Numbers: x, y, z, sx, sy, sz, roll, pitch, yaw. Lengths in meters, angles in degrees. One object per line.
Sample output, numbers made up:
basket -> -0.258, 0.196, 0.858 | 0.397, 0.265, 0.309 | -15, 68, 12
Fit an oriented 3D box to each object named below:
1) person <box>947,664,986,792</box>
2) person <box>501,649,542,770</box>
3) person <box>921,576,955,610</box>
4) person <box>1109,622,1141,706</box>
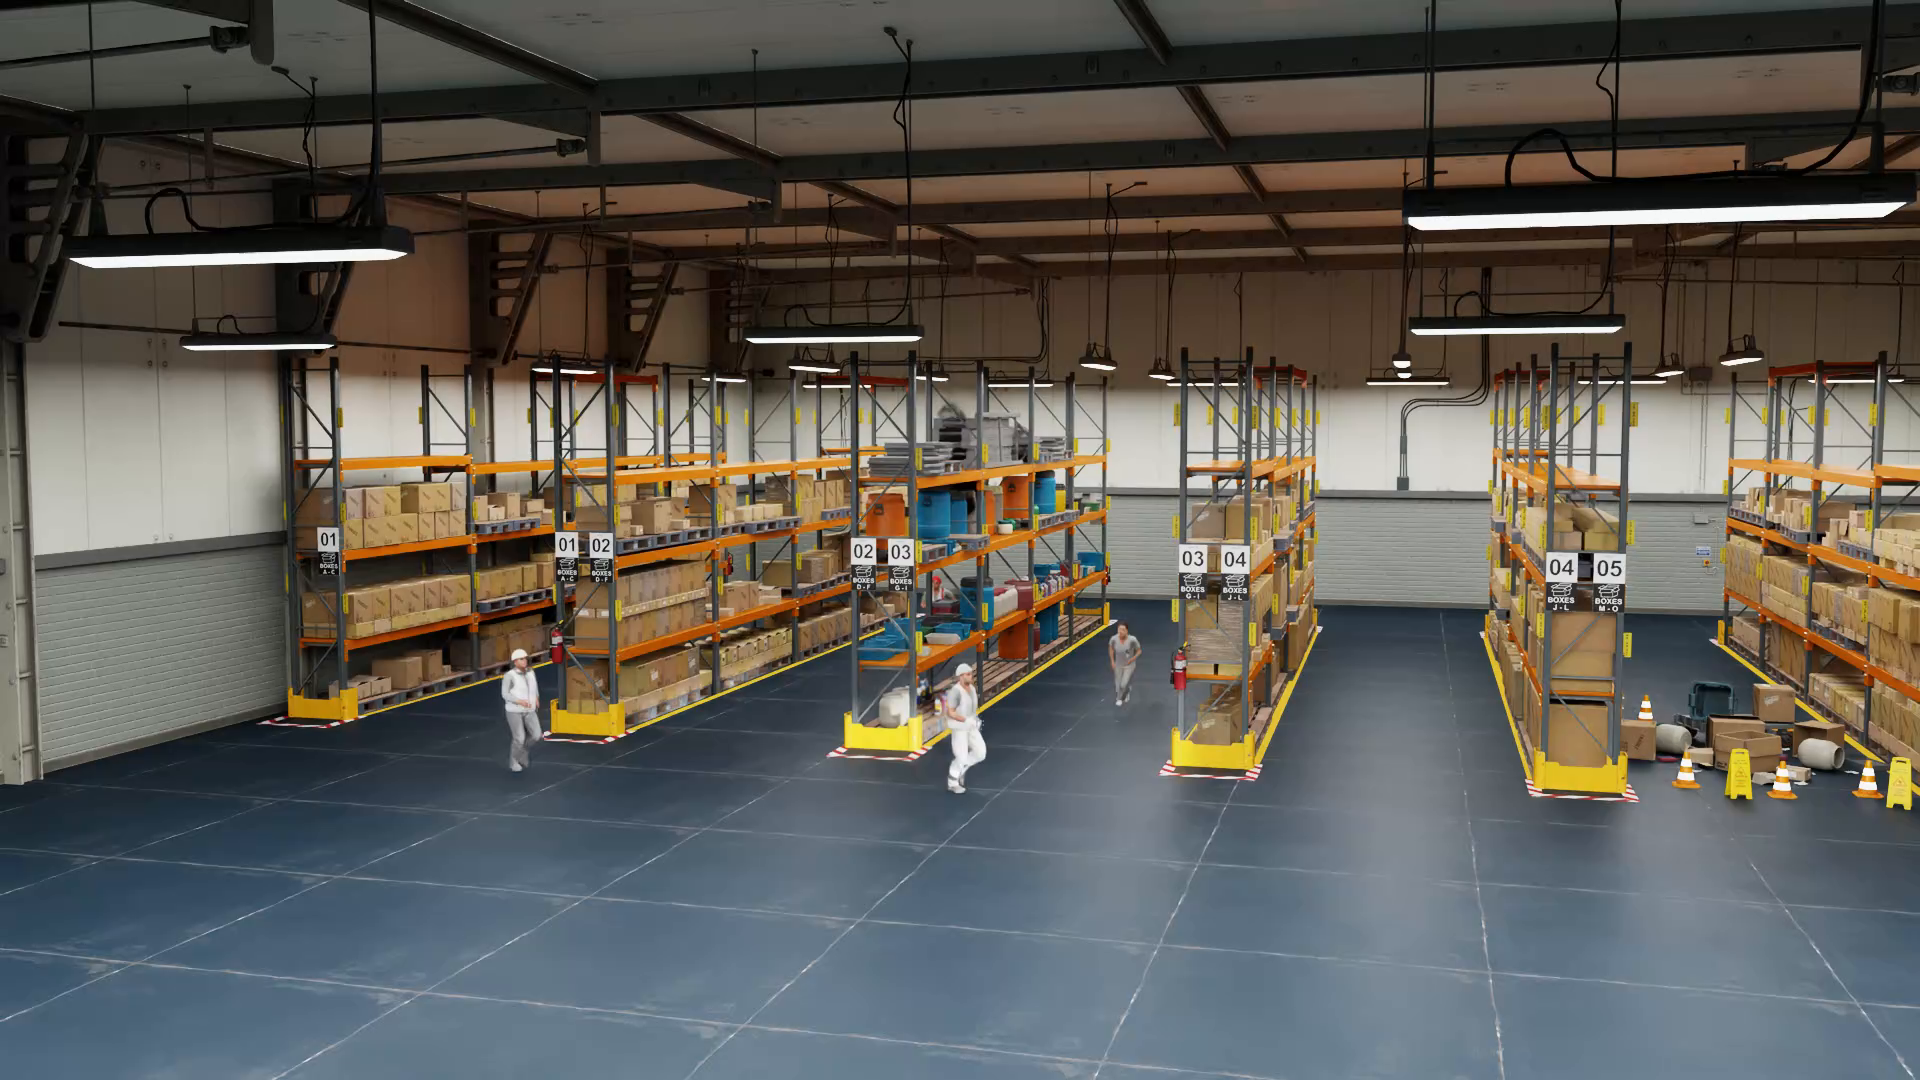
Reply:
person -> 0.103, 2.504, 22.121 | 0.642, 1.735, 0.661 | 3, 5, 39
person -> -6.155, 2.401, 23.522 | 0.599, 1.732, 0.689 | 4, 6, 41
person -> -0.465, 1.570, 33.970 | 0.686, 1.702, 1.053 | 1, 4, 15
person -> 2.736, 2.028, 27.529 | 0.557, 1.407, 0.764 | 1, 4, 14
